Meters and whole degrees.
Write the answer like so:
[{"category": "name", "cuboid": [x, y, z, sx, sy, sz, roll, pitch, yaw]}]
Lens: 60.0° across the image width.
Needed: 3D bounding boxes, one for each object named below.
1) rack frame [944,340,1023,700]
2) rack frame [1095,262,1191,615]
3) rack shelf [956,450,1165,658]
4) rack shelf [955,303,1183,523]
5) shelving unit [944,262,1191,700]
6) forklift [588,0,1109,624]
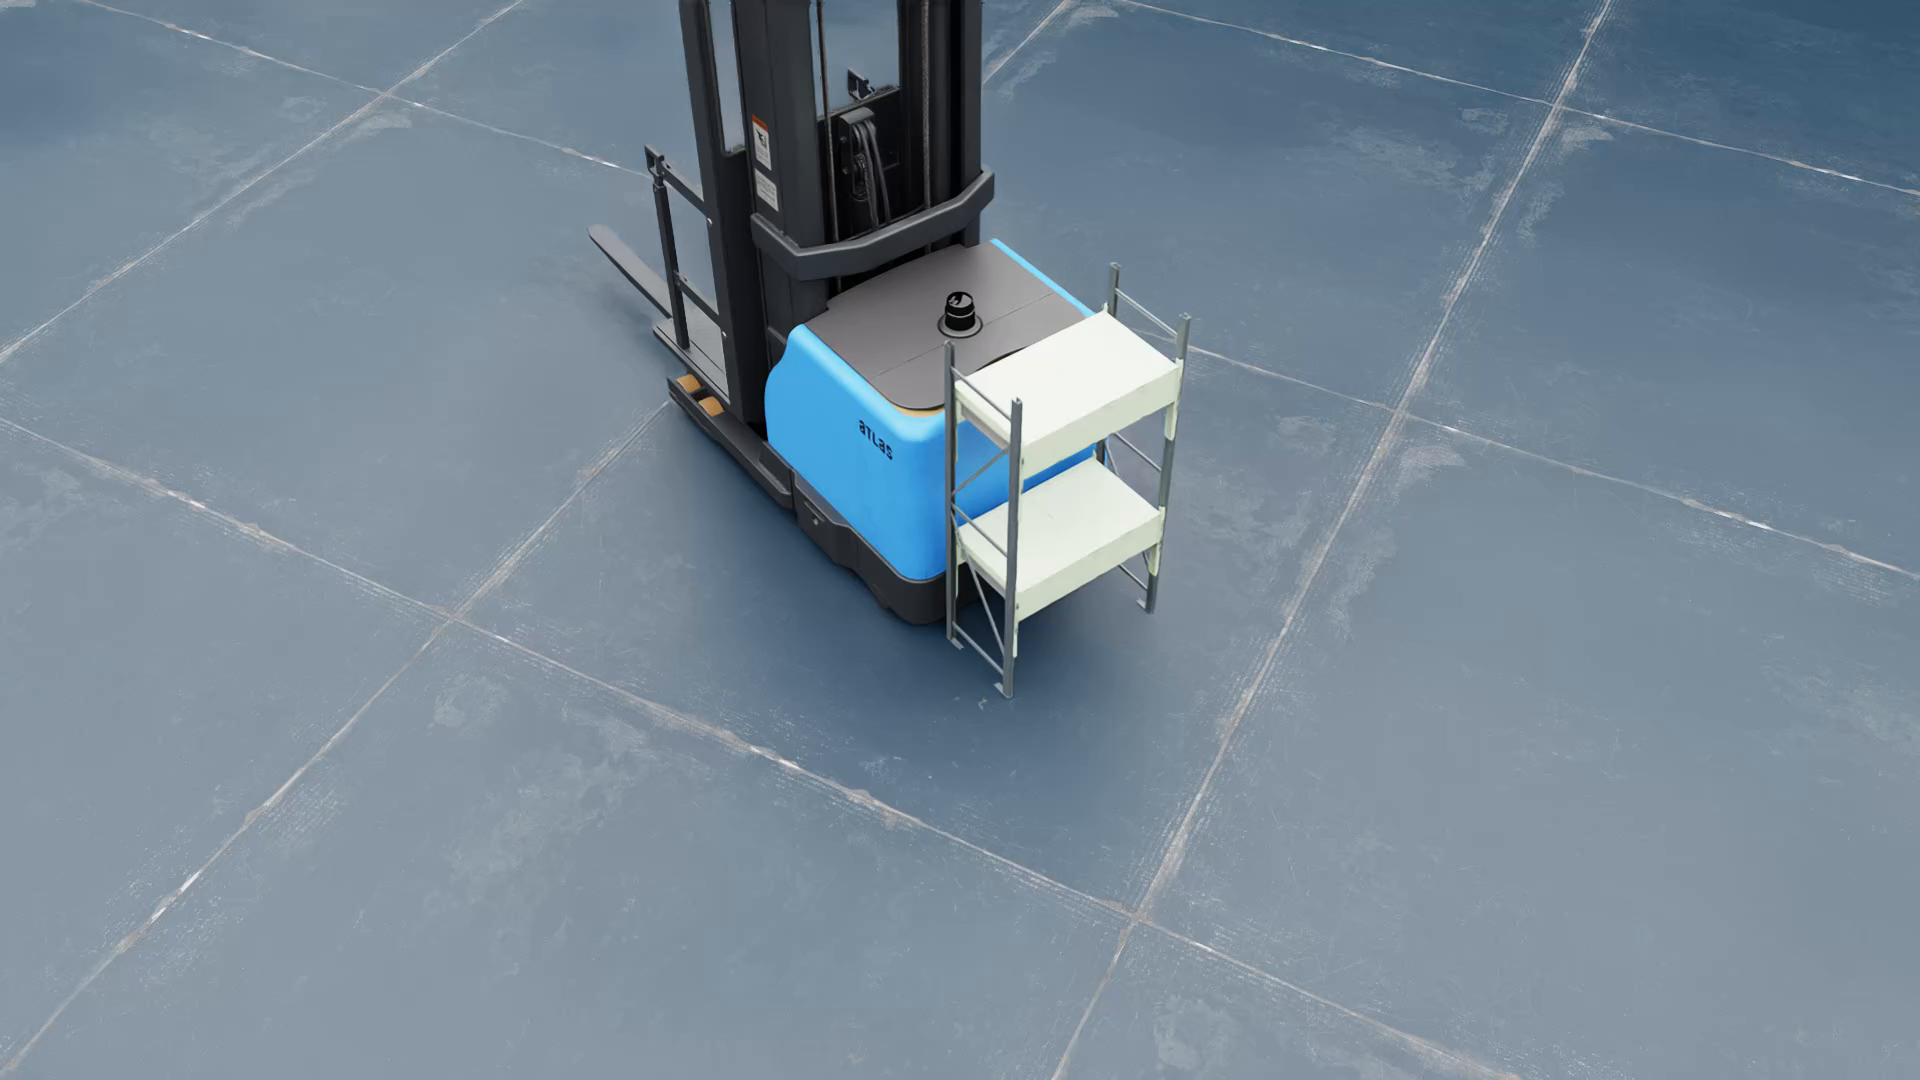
[{"category": "rack frame", "cuboid": [0.075, -0.028, 6.003, 0.023, 1.500, 0.400, -28, 52, -25]}, {"category": "rack frame", "cuboid": [0.660, -0.341, 6.313, 0.023, 1.500, 0.400, -28, 52, -25]}, {"category": "rack shelf", "cuboid": [0.367, 0.044, 6.390, 0.720, 0.370, 0.431, -28, 52, -25]}, {"category": "rack shelf", "cuboid": [0.367, -0.459, 5.880, 0.720, 0.370, 0.431, -28, 52, -25]}, {"category": "shelving unit", "cuboid": [0.367, -0.185, 6.158, 0.755, 1.500, 0.431, -28, 52, -25]}, {"category": "forklift", "cuboid": [-0.671, -1.700, 6.649, 1.130, 2.935, 3.031, -28, 52, -25]}]
